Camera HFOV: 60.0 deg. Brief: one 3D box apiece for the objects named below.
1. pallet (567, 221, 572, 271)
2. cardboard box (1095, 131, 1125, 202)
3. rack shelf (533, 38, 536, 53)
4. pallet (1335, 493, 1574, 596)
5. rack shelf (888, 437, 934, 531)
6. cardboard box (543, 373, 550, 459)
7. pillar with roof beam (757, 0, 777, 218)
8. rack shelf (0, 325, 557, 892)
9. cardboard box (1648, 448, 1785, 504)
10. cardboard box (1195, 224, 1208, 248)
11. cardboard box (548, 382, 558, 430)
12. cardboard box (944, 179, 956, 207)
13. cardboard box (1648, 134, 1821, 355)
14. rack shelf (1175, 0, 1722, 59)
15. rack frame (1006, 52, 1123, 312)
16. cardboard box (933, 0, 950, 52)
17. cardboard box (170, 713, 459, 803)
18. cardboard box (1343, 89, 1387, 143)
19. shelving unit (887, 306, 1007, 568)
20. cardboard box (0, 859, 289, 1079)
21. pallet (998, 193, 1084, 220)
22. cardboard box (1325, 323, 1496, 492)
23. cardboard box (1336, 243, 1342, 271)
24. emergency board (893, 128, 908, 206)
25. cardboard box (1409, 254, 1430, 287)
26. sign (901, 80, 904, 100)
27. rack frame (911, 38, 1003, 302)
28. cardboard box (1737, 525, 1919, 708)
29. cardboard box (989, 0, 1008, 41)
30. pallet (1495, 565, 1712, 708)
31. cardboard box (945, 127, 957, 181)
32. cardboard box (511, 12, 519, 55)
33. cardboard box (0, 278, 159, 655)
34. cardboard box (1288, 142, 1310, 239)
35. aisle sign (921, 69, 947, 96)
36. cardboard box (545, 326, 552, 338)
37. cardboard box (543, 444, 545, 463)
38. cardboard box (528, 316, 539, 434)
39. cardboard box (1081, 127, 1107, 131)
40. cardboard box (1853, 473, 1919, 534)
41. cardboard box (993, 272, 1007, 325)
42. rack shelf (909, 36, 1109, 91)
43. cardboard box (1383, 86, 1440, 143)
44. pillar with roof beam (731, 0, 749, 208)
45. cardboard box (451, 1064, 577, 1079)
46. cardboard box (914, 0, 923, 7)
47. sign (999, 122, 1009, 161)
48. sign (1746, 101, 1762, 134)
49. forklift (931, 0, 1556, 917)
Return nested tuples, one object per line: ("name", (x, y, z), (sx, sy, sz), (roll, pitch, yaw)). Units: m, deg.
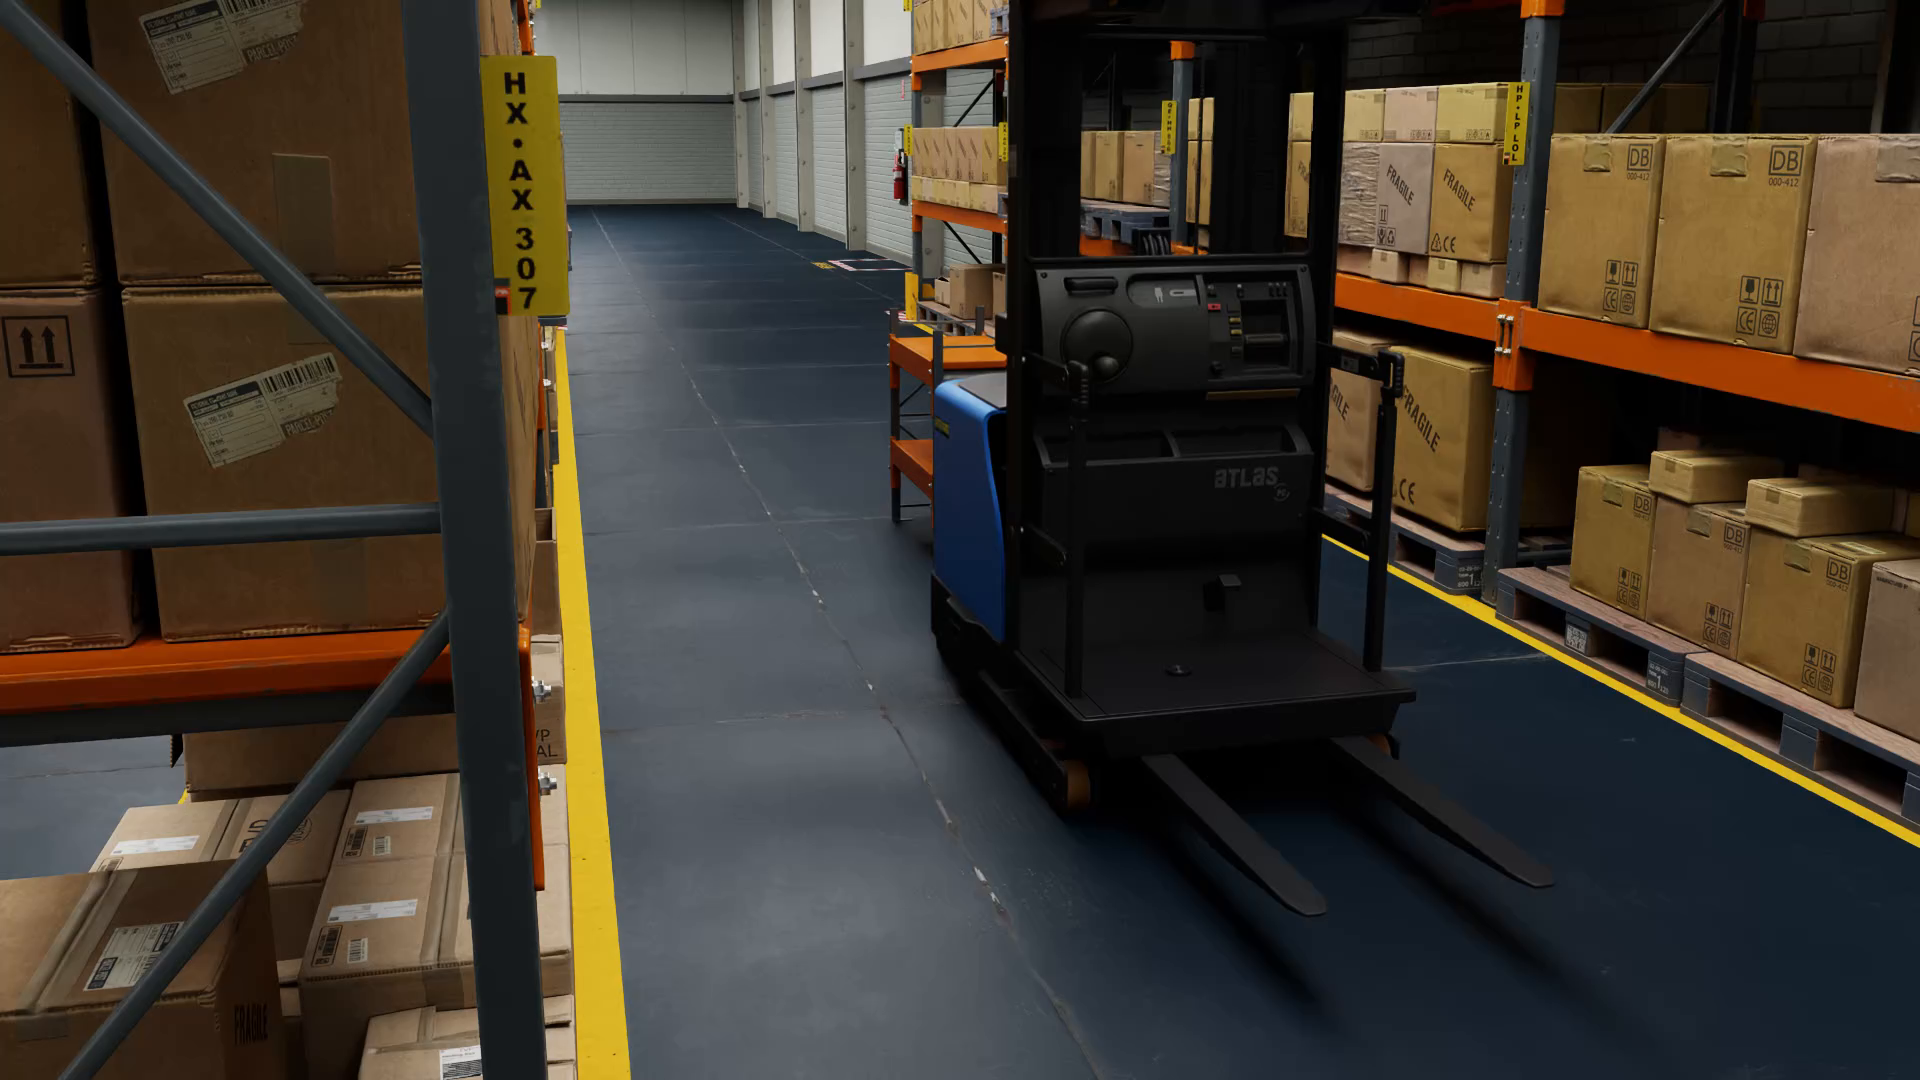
("pallet", (-2.738, -1.599, 9.058), (1.213, 0.211, 1.003), (-3, 14, -13))
("cardboard box", (1.415, -2.778, 12.341), (0.700, 0.500, 0.500), (-3, 14, -13))
("rack shelf", (-4.374, -4.337, 15.054), (1.077, 0.370, 4.000), (-3, 14, -13))
("pallet", (2.534, -0.018, 8.058), (1.003, 0.211, 1.213), (-3, 14, -13))
("rack shelf", (0.002, -0.307, 8.345), (0.538, 0.278, 1.000), (-3, 14, -13))
("cardboard box", (-2.517, -0.642, 9.074), (0.500, 0.500, 0.500), (-3, 14, -11))
("pillar with roof beam", (-8.845, -12.065, 38.851), (9.100, 9.000, 0.400), (-3, 14, -13))
("rack shelf", (-1.556, -0.111, 4.079), (1.077, 0.370, 4.000), (-3, 14, -13))
("cardboard box", (2.768, -0.237, 6.091), (0.380, 0.149, 0.250), (-3, 14, -11))
("cardboard box", (1.701, -1.921, 10.456), (0.380, 0.149, 0.250), (-3, 14, -14))
("cardboard box", (-2.802, -0.851, 10.497), (0.500, 0.250, 0.500), (-3, 14, -13))
("cardboard box", (0.143, -3.421, 16.382), (0.500, 0.250, 0.500), (-3, 14, -13))
("cardboard box", (3.066, -1.050, 5.774), (0.980, 0.700, 0.700), (-4, 14, -15))
("rack shelf", (2.319, -2.768, 8.633), (1.077, 0.370, 4.000), (-3, 14, -13))
("rack frame", (0.910, -3.045, 14.570), (1.000, 3.000, 0.127), (-3, 14, -13))
("cardboard box", (0.023, -5.146, 16.599), (0.500, 0.500, 0.500), (-3, 14, -11))
("cardboard box", (-1.579, 0.510, 4.353), (0.797, 0.503, 0.637), (-3, 14, -13))
("cardboard box", (2.200, -2.096, 8.226), (0.500, 0.250, 0.500), (-3, 14, -12))
("shelving unit", (0.002, -0.545, 8.287), (0.538, 1.125, 1.048), (-3, 14, -13))
("cardboard box", (-1.453, 0.889, 2.807), (0.500, 0.500, 0.500), (-3, 14, -13))
("pallet", (0.948, -2.767, 13.838), (1.003, 0.211, 1.213), (-3, 14, -13))
("cardboard box", (2.298, -0.707, 8.644), (0.750, 0.750, 0.750), (-3, 14, -11))
("cardboard box", (2.127, -1.507, 8.761), (0.380, 0.149, 0.250), (-3, 14, -11))
("emergency board", (-0.977, -5.811, 25.891), (0.194, 1.169, 0.643), (-3, 14, -13))
("cardboard box", (2.335, -1.268, 7.785), (0.380, 0.149, 0.250), (-3, 14, -11))
("sign", (-0.882, -6.944, 25.646), (0.001, 0.298, 0.199), (-3, 14, -13))
("rack frame", (-0.030, -3.968, 18.347), (1.000, 3.000, 0.127), (-3, 14, -13))
("cardboard box", (3.098, 0.224, 5.573), (0.700, 0.500, 0.500), (-3, 14, -12))
("cardboard box", (0.550, -4.664, 14.622), (0.500, 0.500, 0.500), (-3, 14, -12))
("pallet", (2.891, 0.335, 6.611), (1.003, 0.211, 1.213), (-3, 14, -13))
("cardboard box", (0.145, -3.789, 16.311), (0.500, 0.500, 0.500), (-3, 14, -11))
("cardboard box", (-1.414, -1.120, 4.374), (0.500, 0.500, 0.500), (-3, 14, -13))
("cardboard box", (-1.456, -0.136, 2.454), (0.500, 0.500, 0.500), (-3, 14, -11))
("cardboard box", (2.074, -1.843, 8.771), (0.500, 0.500, 0.500), (-3, 14, -12))
("aisle sign", (-0.338, -5.230, 18.038), (0.394, 0.787, 0.004), (-3, 14, -13))
("cardboard box", (-2.934, -1.244, 10.924), (0.500, 0.311, 0.500), (-4, 14, -15))
("cardboard box", (-2.038, -0.169, 7.140), (0.500, 0.500, 0.500), (-3, 14, -12))
("cardboard box", (-1.291, -0.515, 4.005), (0.500, 0.500, 0.500), (-3, 14, -12))
("cardboard box", (1.003, -3.466, 14.988), (0.500, 0.500, 0.500), (-4, 14, -14))
("cardboard box", (3.270, -0.130, 5.654), (0.380, 0.149, 0.250), (-3, 14, -13))
("cardboard box", (0.627, -2.281, 15.785), (0.500, 0.500, 0.500), (-4, 14, -17))
("rack shelf", (0.440, -4.614, 16.188), (1.077, 0.370, 4.000), (-3, 14, -13))
("cardboard box", (2.320, -1.978, 7.745), (0.500, 0.250, 0.500), (-3, 14, -12))
("pillar with roof beam", (-10.255, -13.449, 44.517), (9.100, 9.000, 0.400), (-3, 14, -13))
("cardboard box", (-0.850, 1.056, 2.865), (0.380, 0.149, 0.250), (-3, 14, -13))
("cardboard box", (-0.175, -5.866, 17.439), (0.500, 0.500, 0.500), (-4, 14, -17))
("sign", (0.384, -3.433, 14.336), (0.100, 0.325, 0.005), (-3, 14, -13))
("sign", (3.328, -1.690, 7.031), (0.100, 0.325, 0.005), (-3, 14, -13))
("forklift", (0.750, -0.696, 5.102), (1.130, 2.935, 3.031), (-4, 14, -14))
